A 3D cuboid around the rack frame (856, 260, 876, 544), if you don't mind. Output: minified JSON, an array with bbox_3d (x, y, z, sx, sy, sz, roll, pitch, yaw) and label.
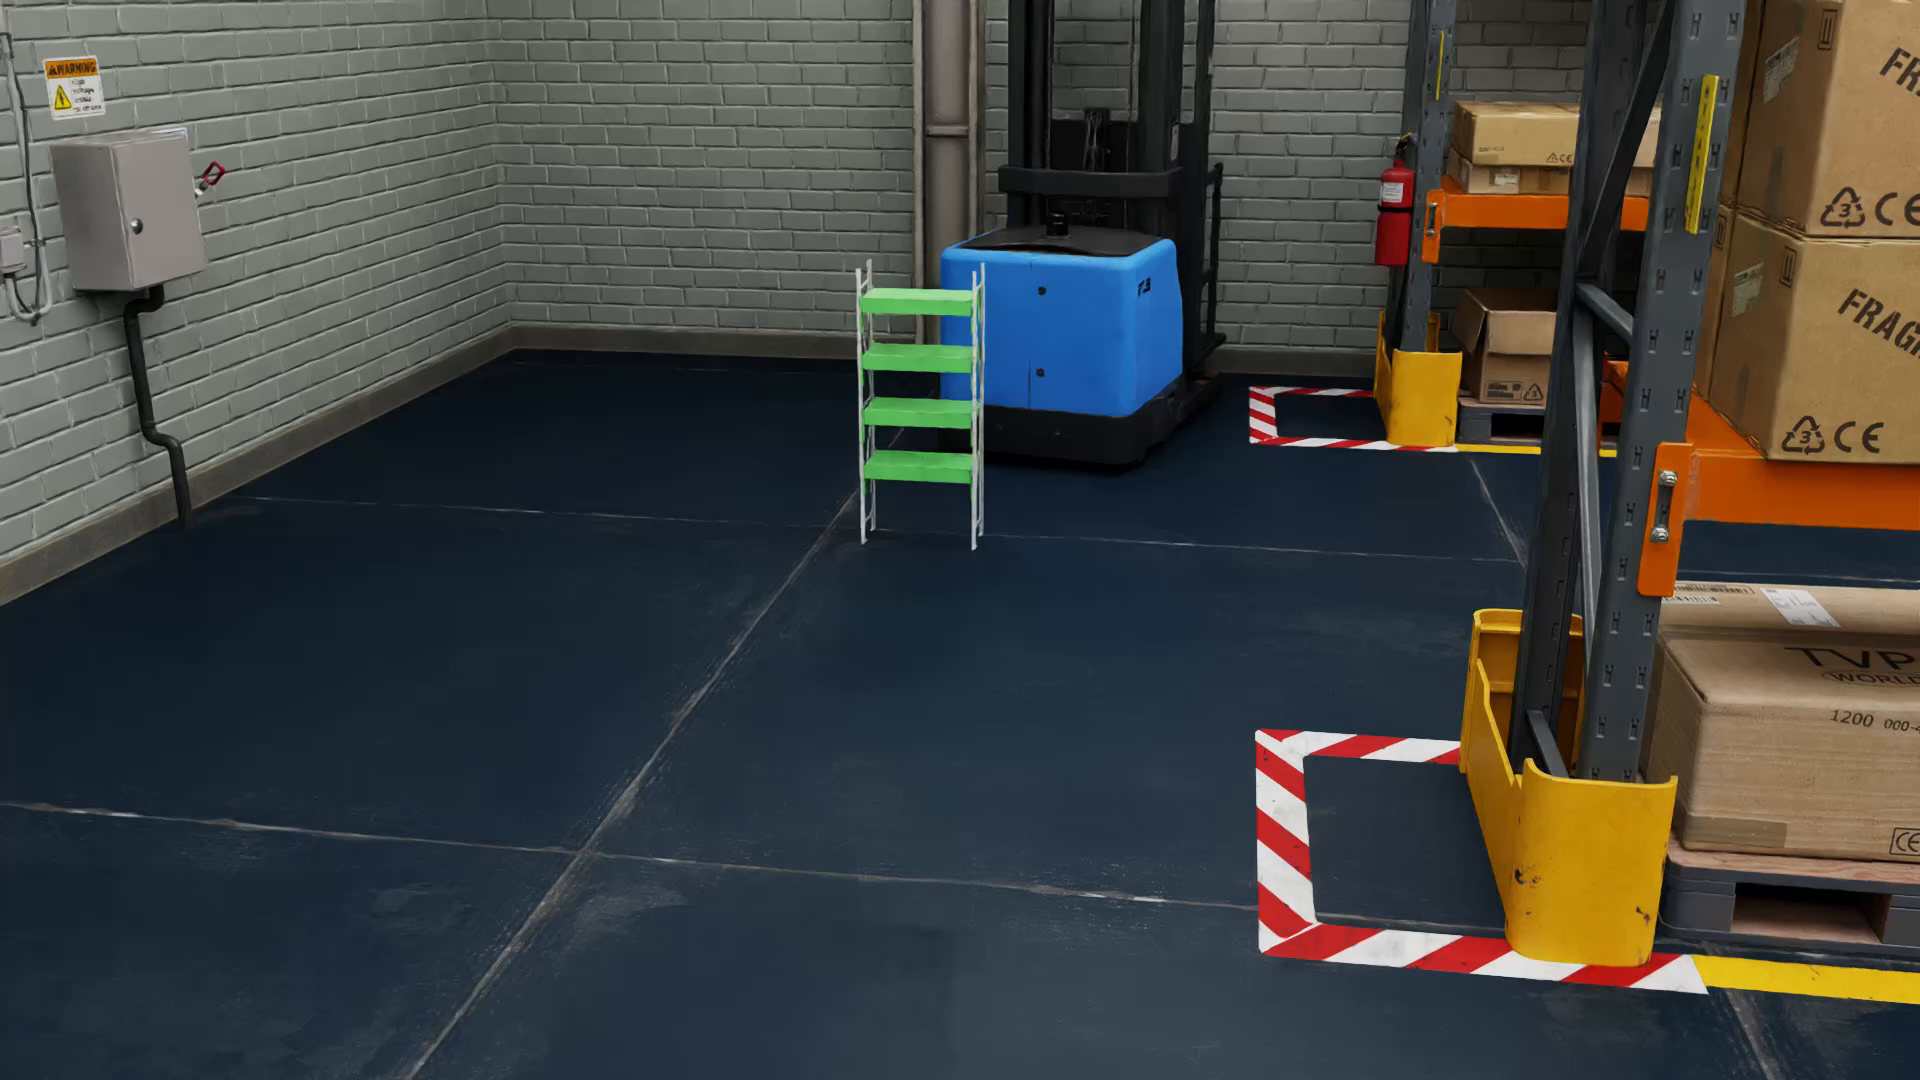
[{"bbox_3d":[-0.404,-0.590,7.174,0.015,1.200,0.240,3,19,9],"label":"rack frame"}]

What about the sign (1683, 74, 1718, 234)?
[{"bbox_3d":[1.577,-0.822,3.544,0.005,0.325,0.100,3,19,9],"label":"sign"}]

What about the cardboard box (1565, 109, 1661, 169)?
[{"bbox_3d":[3.358,-2.040,8.441,0.500,0.250,0.500,3,19,9],"label":"cardboard box"}]

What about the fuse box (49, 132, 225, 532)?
[{"bbox_3d":[-3.423,-0.864,7.188,0.414,1.711,0.539,3,19,9],"label":"fuse box"}]

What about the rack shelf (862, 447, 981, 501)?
[{"bbox_3d":[-0.163,-0.289,7.234,0.480,0.148,0.258,3,19,9],"label":"rack shelf"}]

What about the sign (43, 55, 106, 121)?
[{"bbox_3d":[-3.636,-1.860,6.832,0.001,0.242,0.339,3,19,9],"label":"sign"}]

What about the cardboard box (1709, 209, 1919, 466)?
[{"bbox_3d":[2.099,-0.481,3.855,0.500,0.500,0.500,3,19,8],"label":"cardboard box"}]

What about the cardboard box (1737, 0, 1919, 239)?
[{"bbox_3d":[2.100,-0.956,3.699,0.500,0.500,0.500,3,19,7],"label":"cardboard box"}]

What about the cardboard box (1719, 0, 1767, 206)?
[{"bbox_3d":[2.185,-1.119,4.188,0.500,0.500,0.500,4,19,10],"label":"cardboard box"}]

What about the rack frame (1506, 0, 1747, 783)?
[{"bbox_3d":[1.671,-0.548,4.212,0.127,3.000,1.000,3,19,9],"label":"rack frame"}]

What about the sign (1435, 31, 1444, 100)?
[{"bbox_3d":[2.369,-2.343,8.215,0.005,0.325,0.100,3,19,9],"label":"sign"}]

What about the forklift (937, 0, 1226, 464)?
[{"bbox_3d":[0.895,-2.192,9.234,1.130,2.935,3.031,7,20,20],"label":"forklift"}]

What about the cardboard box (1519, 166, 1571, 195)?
[{"bbox_3d":[2.994,-1.883,8.599,0.250,0.149,0.380,3,19,10],"label":"cardboard box"}]

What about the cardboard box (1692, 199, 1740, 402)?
[{"bbox_3d":[2.189,-0.654,4.372,0.500,0.500,0.500,3,19,9],"label":"cardboard box"}]

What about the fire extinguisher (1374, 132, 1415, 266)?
[{"bbox_3d":[2.236,-1.752,8.521,0.183,0.674,0.296,3,19,9],"label":"fire extinguisher"}]

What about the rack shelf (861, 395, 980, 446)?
[{"bbox_3d":[-0.163,-0.517,7.158,0.480,0.148,0.258,3,19,9],"label":"rack shelf"}]

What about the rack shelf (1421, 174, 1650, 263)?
[{"bbox_3d":[4.429,-1.661,8.674,4.000,0.370,1.077,3,19,9],"label":"rack shelf"}]

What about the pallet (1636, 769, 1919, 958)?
[{"bbox_3d":[2.473,0.791,4.608,1.213,0.211,1.003,3,19,9],"label":"pallet"}]

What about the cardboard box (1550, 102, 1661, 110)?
[{"bbox_3d":[3.460,-2.206,8.938,0.500,0.250,0.500,3,19,9],"label":"cardboard box"}]

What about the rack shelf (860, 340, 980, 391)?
[{"bbox_3d":[-0.163,-0.744,7.082,0.480,0.148,0.258,3,19,9],"label":"rack shelf"}]

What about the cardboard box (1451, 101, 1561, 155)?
[{"bbox_3d":[2.951,-2.233,9.016,0.500,0.250,0.500,3,19,10],"label":"cardboard box"}]

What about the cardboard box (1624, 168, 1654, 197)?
[{"bbox_3d":[3.499,-1.849,8.497,0.250,0.149,0.380,4,19,10],"label":"cardboard box"}]

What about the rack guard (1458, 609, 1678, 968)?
[{"bbox_3d":[1.647,0.637,4.613,0.348,0.500,1.175,3,19,9],"label":"rack guard"}]

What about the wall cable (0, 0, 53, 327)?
[{"bbox_3d":[-3.687,-1.751,6.207,0.122,1.984,0.588,3,19,9],"label":"wall cable"}]

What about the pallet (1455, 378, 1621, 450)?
[{"bbox_3d":[3.317,-0.737,9.172,1.213,0.211,1.003,3,19,9],"label":"pallet"}]

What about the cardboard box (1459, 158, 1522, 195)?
[{"bbox_3d":[2.736,-1.881,8.594,0.250,0.149,0.380,3,19,8],"label":"cardboard box"}]

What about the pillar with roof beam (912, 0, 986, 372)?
[{"bbox_3d":[-0.747,-4.017,5.127,0.400,9.000,9.100,3,19,9],"label":"pillar with roof beam"}]

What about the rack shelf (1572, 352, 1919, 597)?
[{"bbox_3d":[3.646,-0.106,4.026,4.000,0.370,1.077,3,19,9],"label":"rack shelf"}]

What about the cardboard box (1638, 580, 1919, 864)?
[{"bbox_3d":[2.339,0.470,4.547,0.875,0.438,0.875,2,19,7],"label":"cardboard box"}]

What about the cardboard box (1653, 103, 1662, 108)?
[{"bbox_3d":[3.948,-2.180,8.859,0.500,0.250,0.500,4,19,10],"label":"cardboard box"}]

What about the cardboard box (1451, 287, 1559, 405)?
[{"bbox_3d":[3.044,-1.058,9.009,0.637,0.503,0.797,2,19,6],"label":"cardboard box"}]

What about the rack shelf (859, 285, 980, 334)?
[{"bbox_3d":[-0.163,-0.972,7.006,0.480,0.148,0.258,3,19,9],"label":"rack shelf"}]

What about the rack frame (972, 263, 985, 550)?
[{"bbox_3d":[0.077,-0.565,7.101,0.015,1.200,0.240,3,19,9],"label":"rack frame"}]

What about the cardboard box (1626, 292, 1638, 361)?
[{"bbox_3d":[3.881,-1.001,8.845,0.500,0.500,0.700,4,19,11],"label":"cardboard box"}]

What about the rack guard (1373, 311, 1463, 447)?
[{"bbox_3d":[2.530,-0.914,9.246,0.348,0.500,1.175,3,19,9],"label":"rack guard"}]

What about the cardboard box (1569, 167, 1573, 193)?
[{"bbox_3d":[3.259,-1.881,8.592,0.250,0.149,0.380,3,19,8],"label":"cardboard box"}]

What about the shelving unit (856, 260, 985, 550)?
[{"bbox_3d":[-0.163,-0.577,7.138,0.503,1.200,0.258,3,19,9],"label":"shelving unit"}]

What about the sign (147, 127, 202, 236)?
[{"bbox_3d":[-3.549,-1.595,7.492,0.001,0.494,0.329,3,19,9],"label":"sign"}]

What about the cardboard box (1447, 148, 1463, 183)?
[{"bbox_3d":[2.824,-2.051,9.102,0.250,0.149,0.380,3,19,8],"label":"cardboard box"}]

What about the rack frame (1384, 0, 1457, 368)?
[{"bbox_3d":[2.455,-2.103,8.860,0.127,3.000,1.000,3,19,9],"label":"rack frame"}]

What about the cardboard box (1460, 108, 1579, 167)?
[{"bbox_3d":[2.860,-2.066,8.517,0.500,0.250,0.500,3,19,9],"label":"cardboard box"}]
